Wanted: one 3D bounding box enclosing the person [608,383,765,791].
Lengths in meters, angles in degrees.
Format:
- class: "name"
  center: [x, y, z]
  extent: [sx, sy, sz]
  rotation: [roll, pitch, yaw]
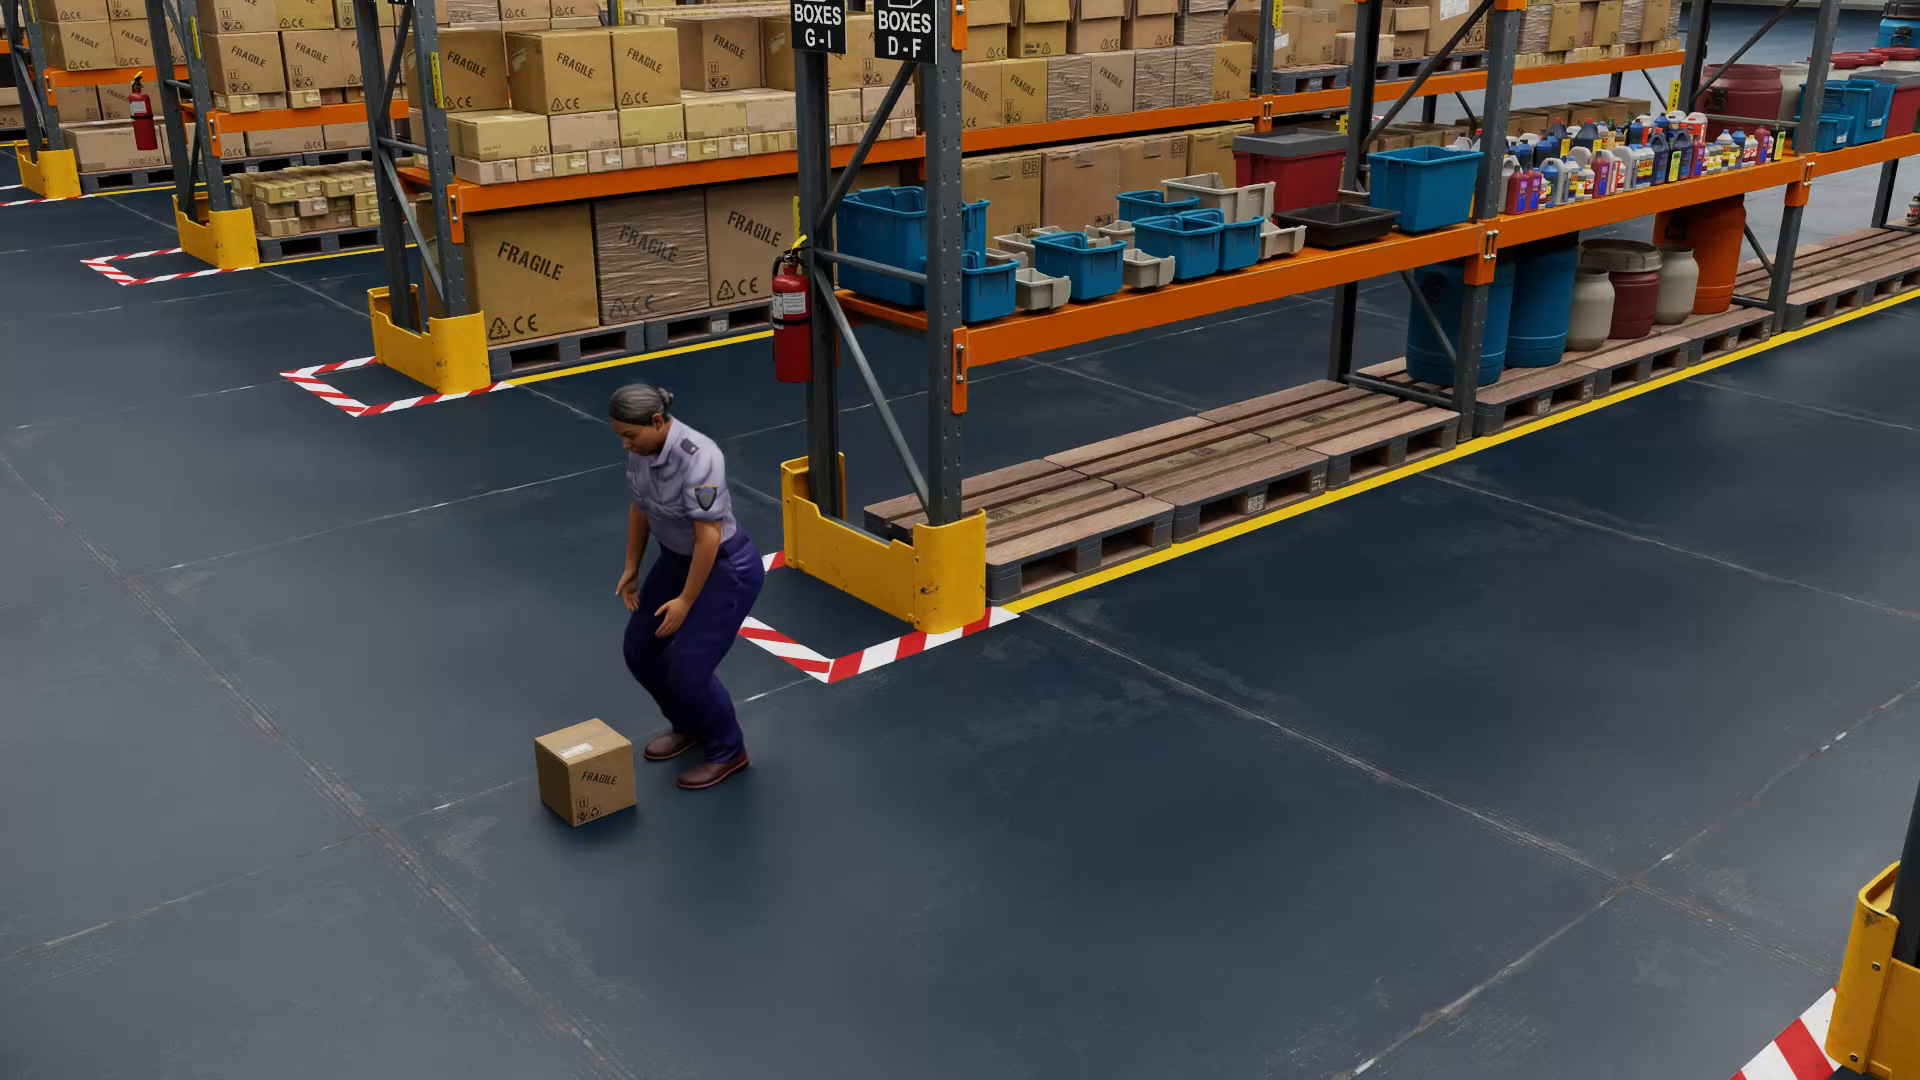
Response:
- class: "person"
  center: [-0.963, 0.141, 5.947]
  extent: [0.529, 1.510, 0.522]
  rotation: [-17, 27, -37]
